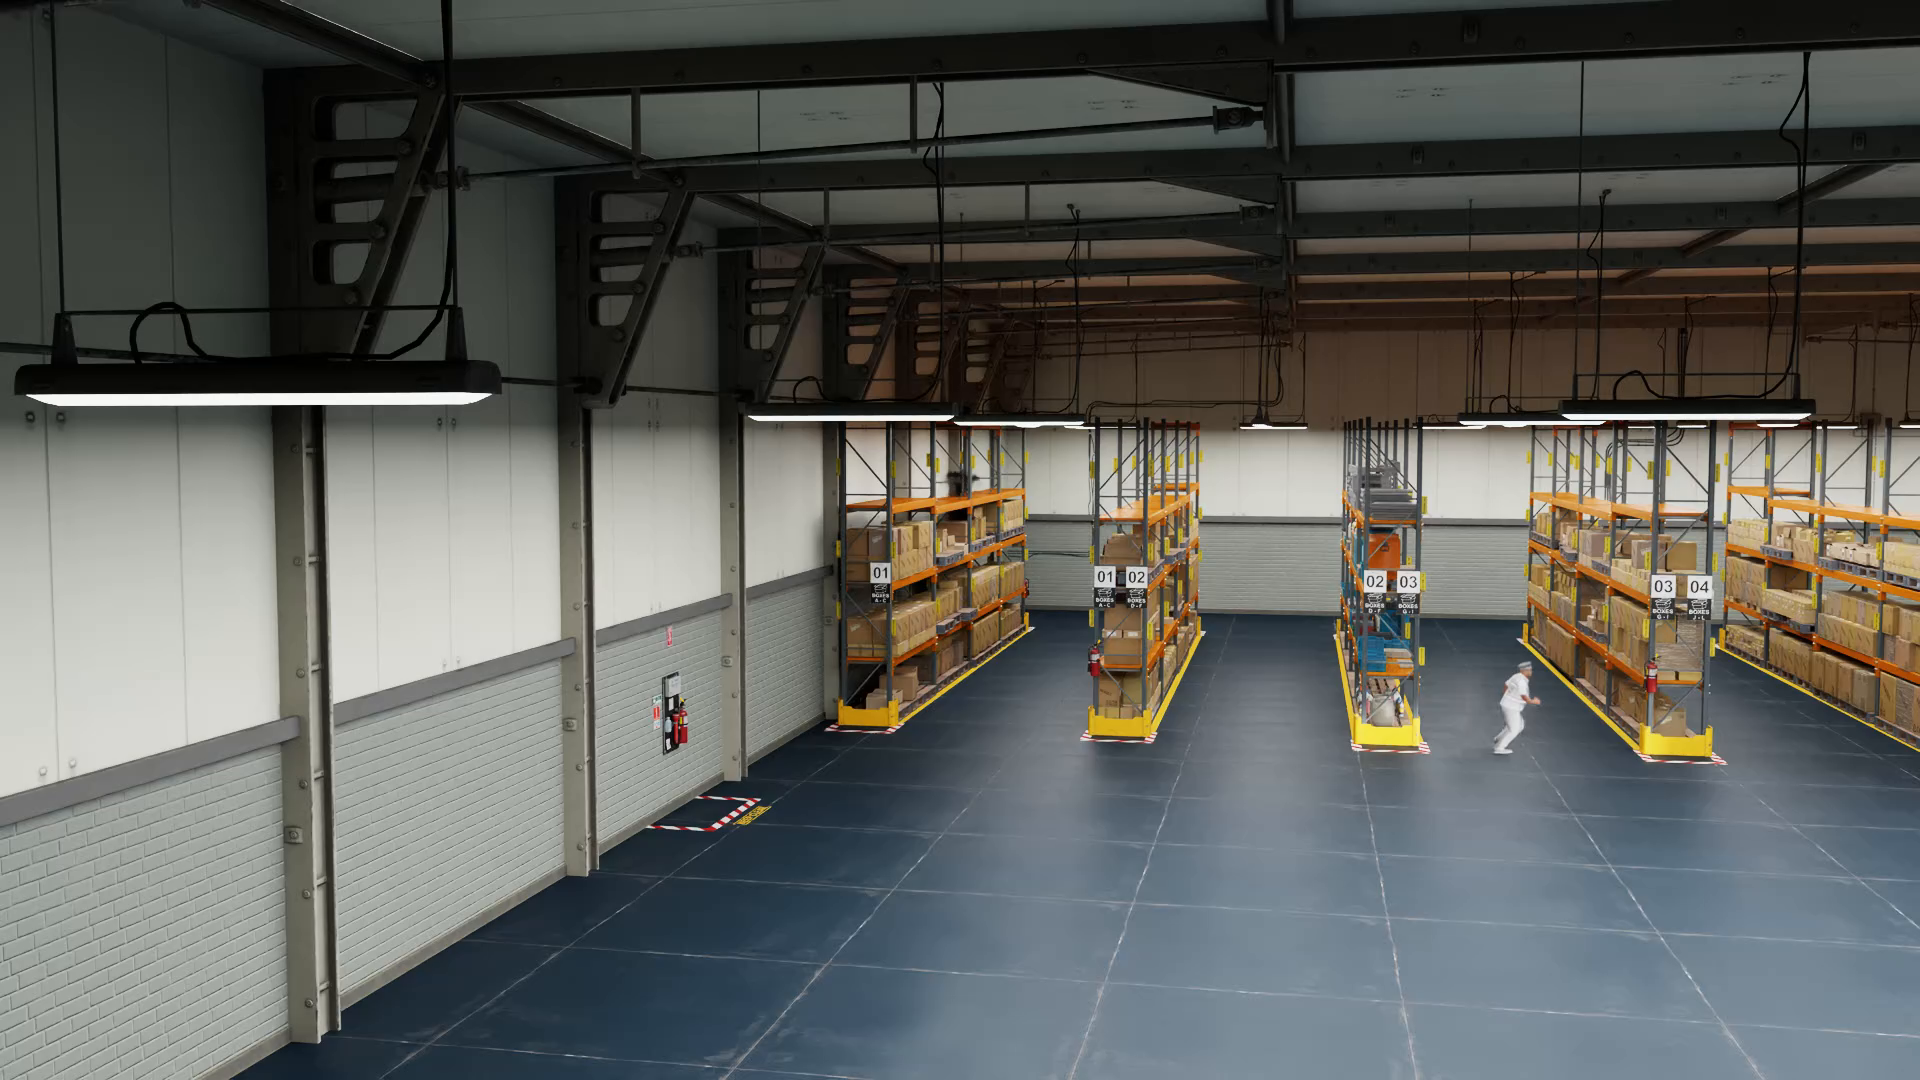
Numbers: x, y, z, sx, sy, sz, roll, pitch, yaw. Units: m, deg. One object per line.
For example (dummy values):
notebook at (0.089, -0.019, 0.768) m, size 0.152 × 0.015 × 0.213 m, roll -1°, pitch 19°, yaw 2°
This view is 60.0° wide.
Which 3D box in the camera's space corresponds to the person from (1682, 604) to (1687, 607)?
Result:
person at (19.105, 2.013, 44.570) m, size 0.714 × 1.678 × 0.795 m, roll 2°, pitch 4°, yaw 29°

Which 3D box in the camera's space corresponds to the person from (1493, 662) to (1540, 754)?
person at (9.900, 2.973, 29.546) m, size 0.796 × 1.653 × 0.661 m, roll 1°, pitch 4°, yaw 8°
